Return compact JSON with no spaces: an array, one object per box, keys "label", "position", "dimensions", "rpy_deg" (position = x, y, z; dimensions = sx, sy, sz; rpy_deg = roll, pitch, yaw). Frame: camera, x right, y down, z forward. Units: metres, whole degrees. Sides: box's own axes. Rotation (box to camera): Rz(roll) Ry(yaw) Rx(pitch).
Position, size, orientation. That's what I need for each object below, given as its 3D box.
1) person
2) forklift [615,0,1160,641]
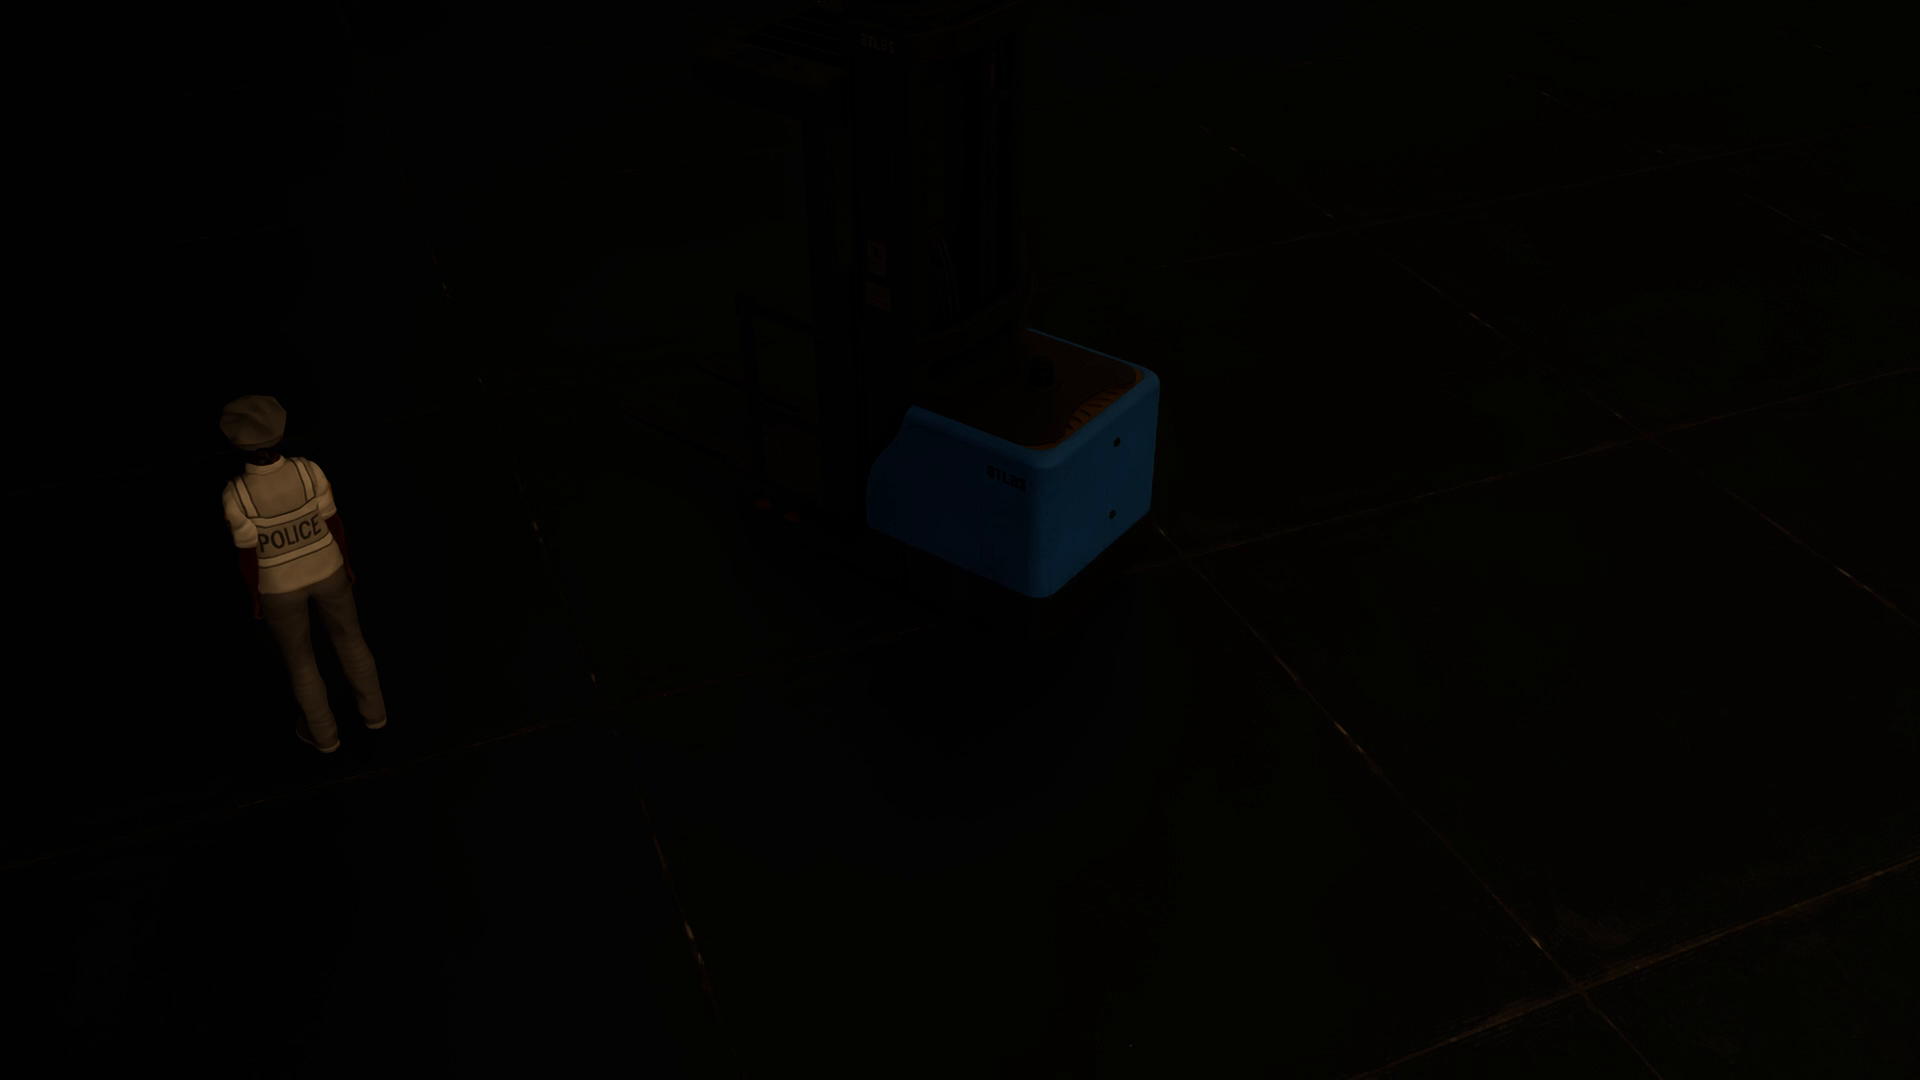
[{"label":"person","position":[-2.766,0.156,6.955],"dimensions":[0.448,1.690,0.338],"rpy_deg":[-24,42,-30]},{"label":"forklift","position":[-0.519,-1.403,8.072],"dimensions":[3.031,2.935,1.130],"rpy_deg":[23,42,29]}]
